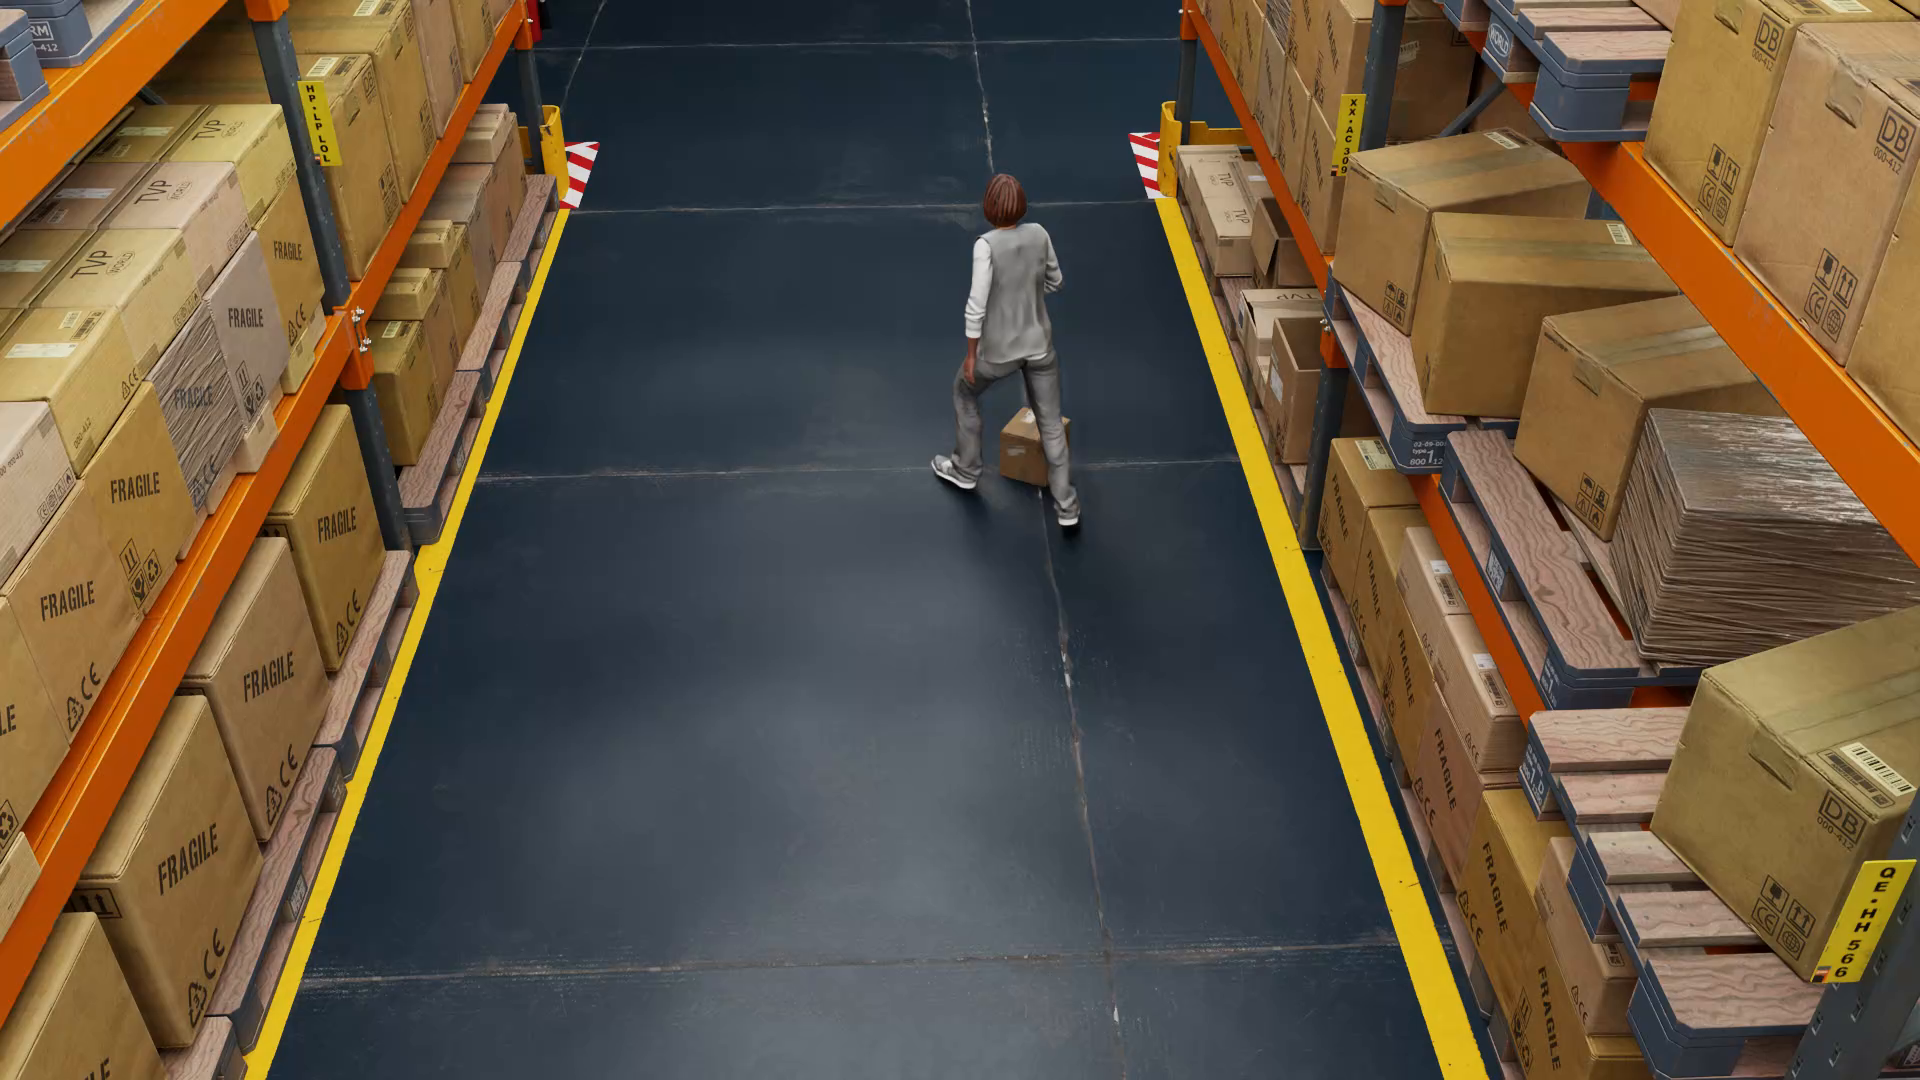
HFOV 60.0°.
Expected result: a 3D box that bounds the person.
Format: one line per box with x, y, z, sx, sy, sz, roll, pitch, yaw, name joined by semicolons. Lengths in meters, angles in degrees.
0.241;-0.829;7.328;0.550;1.528;0.783;-13;38;-17;person
